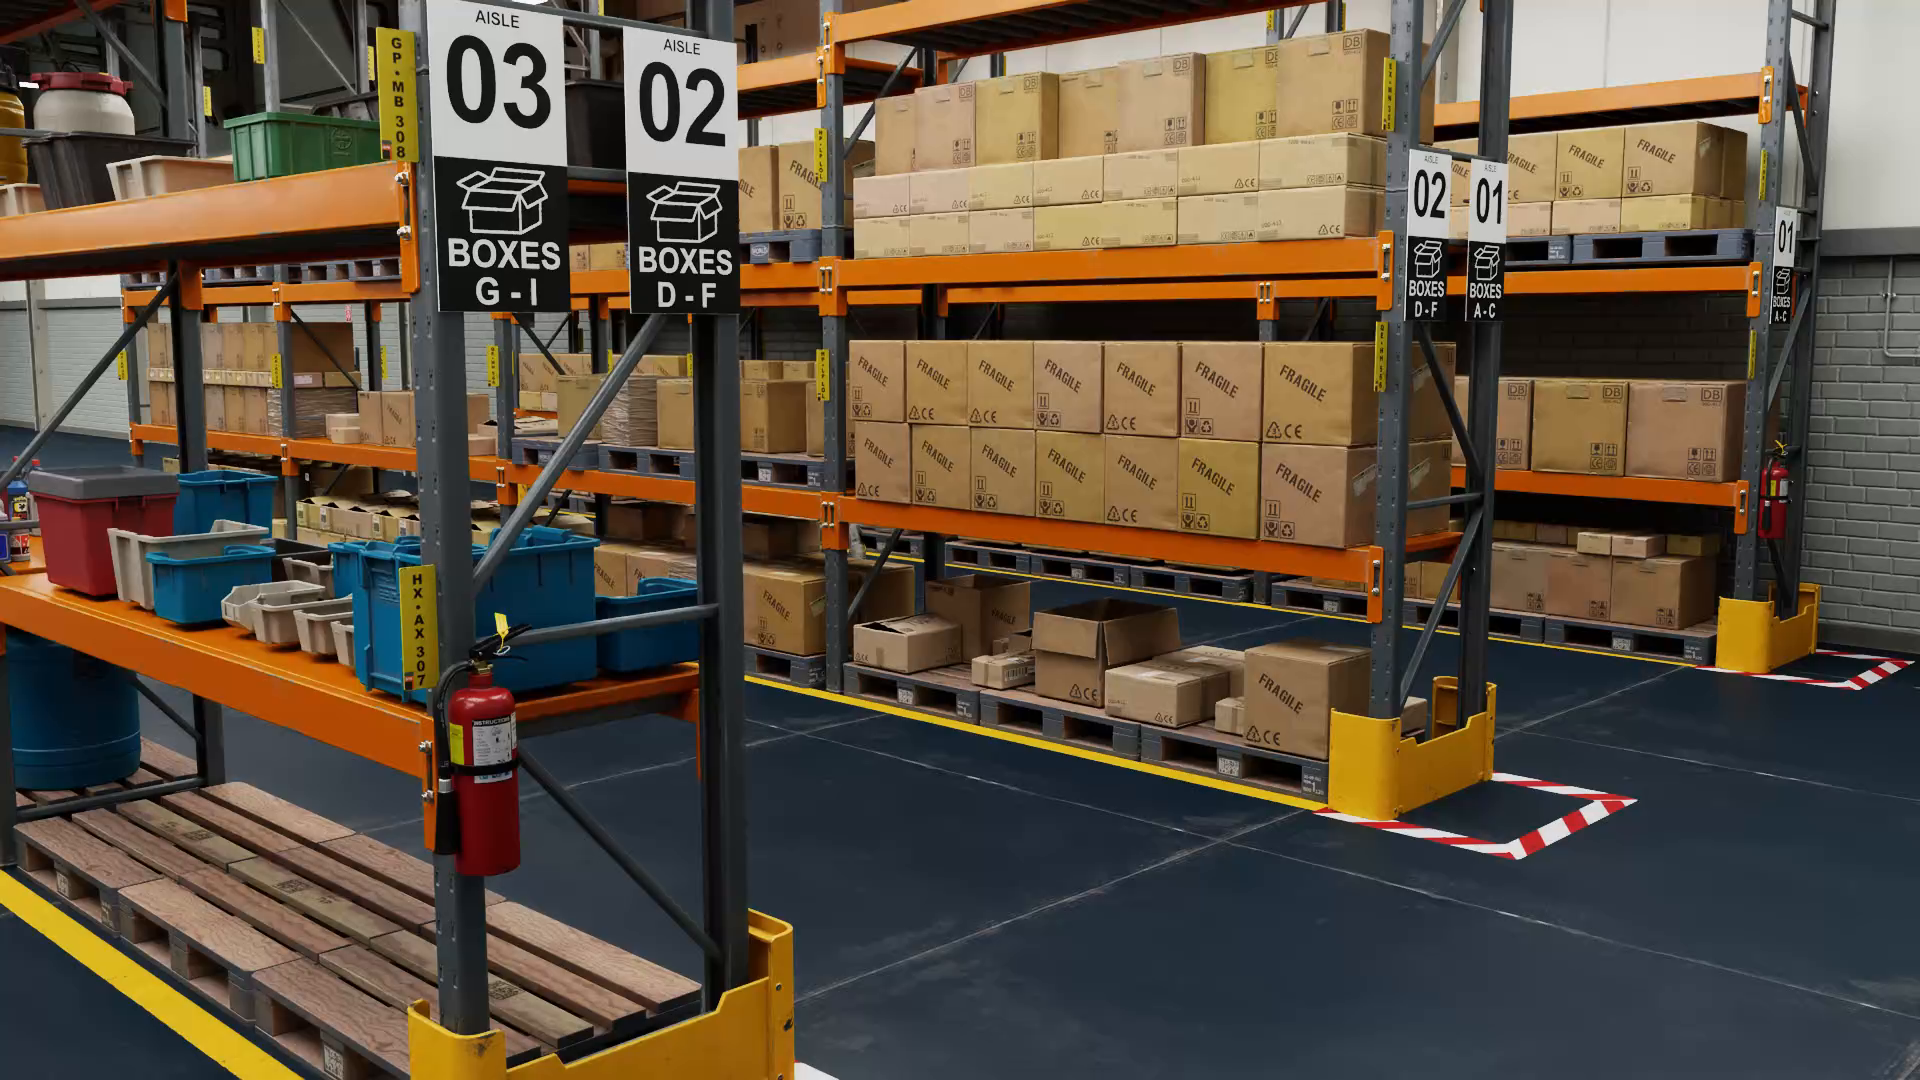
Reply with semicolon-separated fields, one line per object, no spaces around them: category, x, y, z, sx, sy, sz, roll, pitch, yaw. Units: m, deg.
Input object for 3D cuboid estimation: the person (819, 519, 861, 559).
person;-1.263;-0.572;16.620;0.505;1.666;0.638;-4;8;-28
